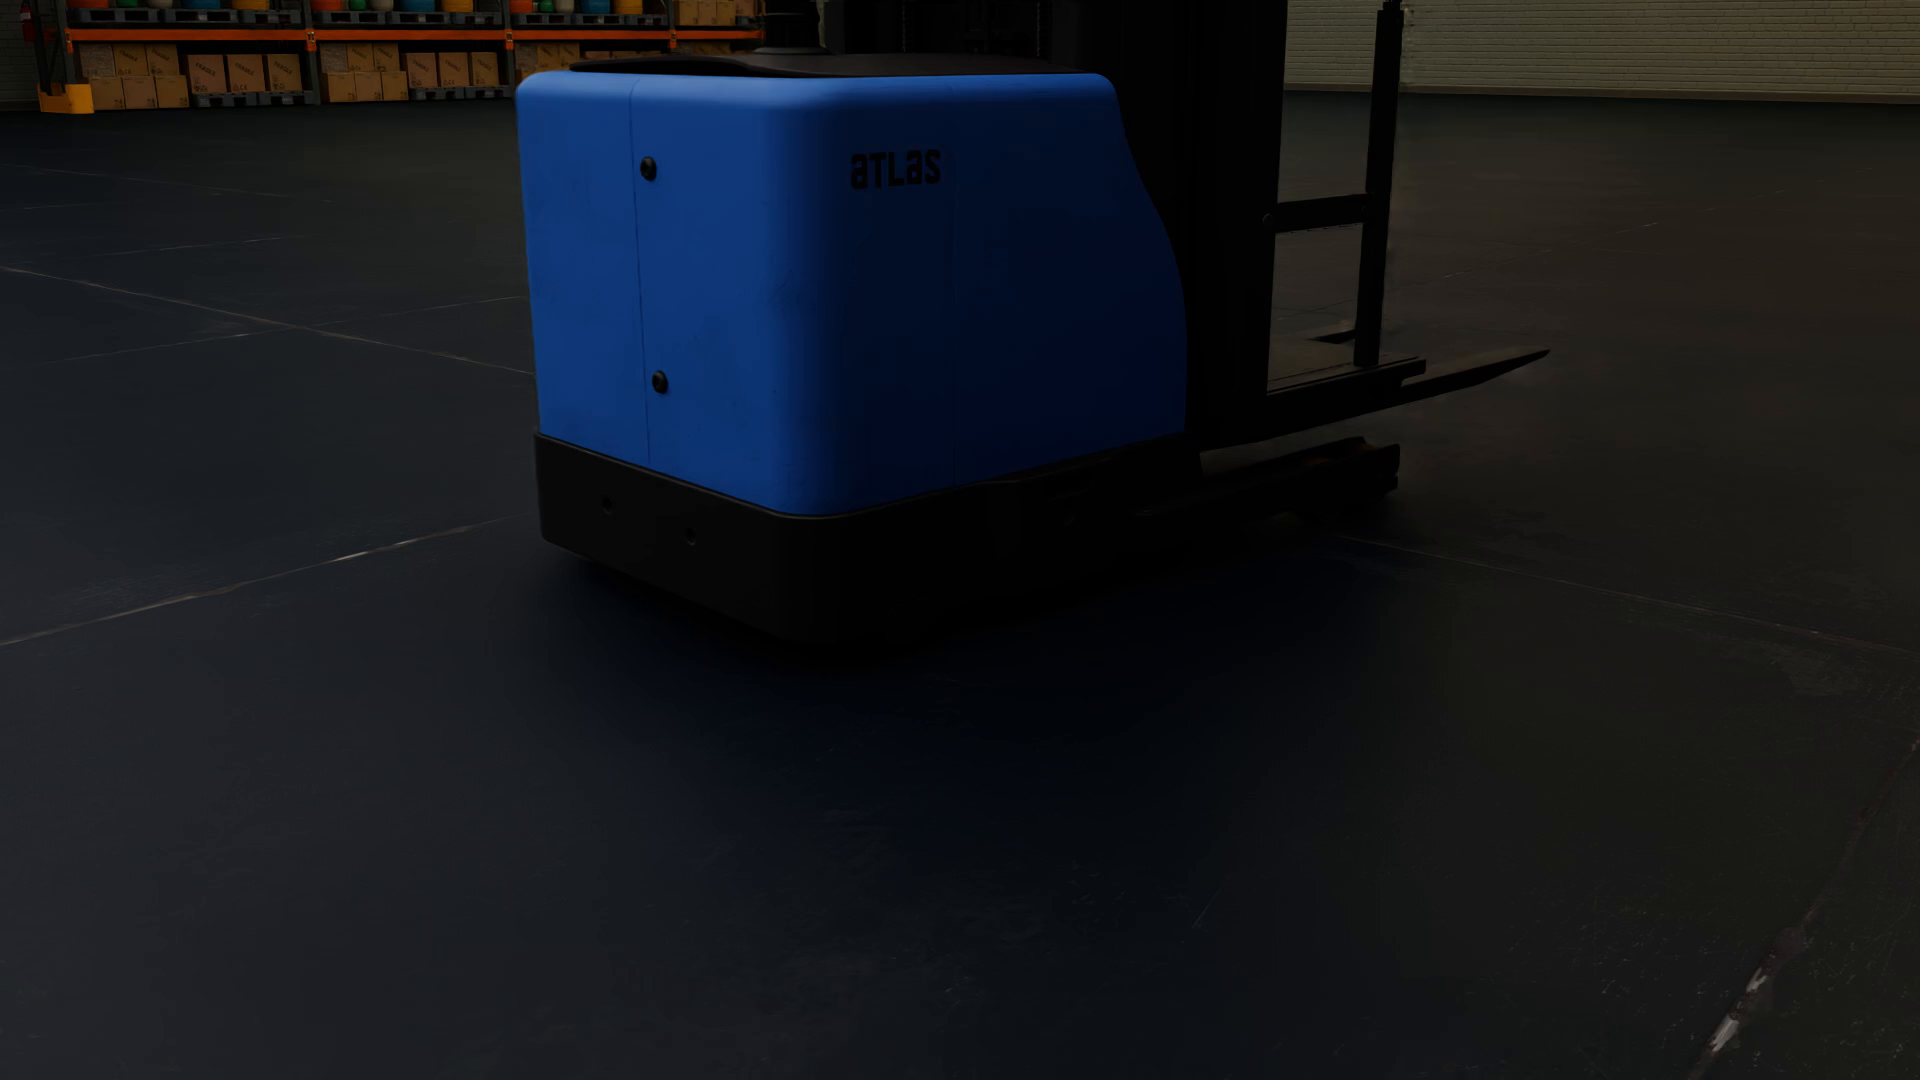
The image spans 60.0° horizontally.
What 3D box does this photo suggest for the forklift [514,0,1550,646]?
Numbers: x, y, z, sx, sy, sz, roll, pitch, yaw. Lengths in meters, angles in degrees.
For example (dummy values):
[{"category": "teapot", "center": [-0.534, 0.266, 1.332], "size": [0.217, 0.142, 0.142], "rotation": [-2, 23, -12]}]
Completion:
[{"category": "forklift", "center": [0.476, -1.542, 3.977], "size": [3.031, 2.935, 1.130], "rotation": [-15, 23, -41]}]
